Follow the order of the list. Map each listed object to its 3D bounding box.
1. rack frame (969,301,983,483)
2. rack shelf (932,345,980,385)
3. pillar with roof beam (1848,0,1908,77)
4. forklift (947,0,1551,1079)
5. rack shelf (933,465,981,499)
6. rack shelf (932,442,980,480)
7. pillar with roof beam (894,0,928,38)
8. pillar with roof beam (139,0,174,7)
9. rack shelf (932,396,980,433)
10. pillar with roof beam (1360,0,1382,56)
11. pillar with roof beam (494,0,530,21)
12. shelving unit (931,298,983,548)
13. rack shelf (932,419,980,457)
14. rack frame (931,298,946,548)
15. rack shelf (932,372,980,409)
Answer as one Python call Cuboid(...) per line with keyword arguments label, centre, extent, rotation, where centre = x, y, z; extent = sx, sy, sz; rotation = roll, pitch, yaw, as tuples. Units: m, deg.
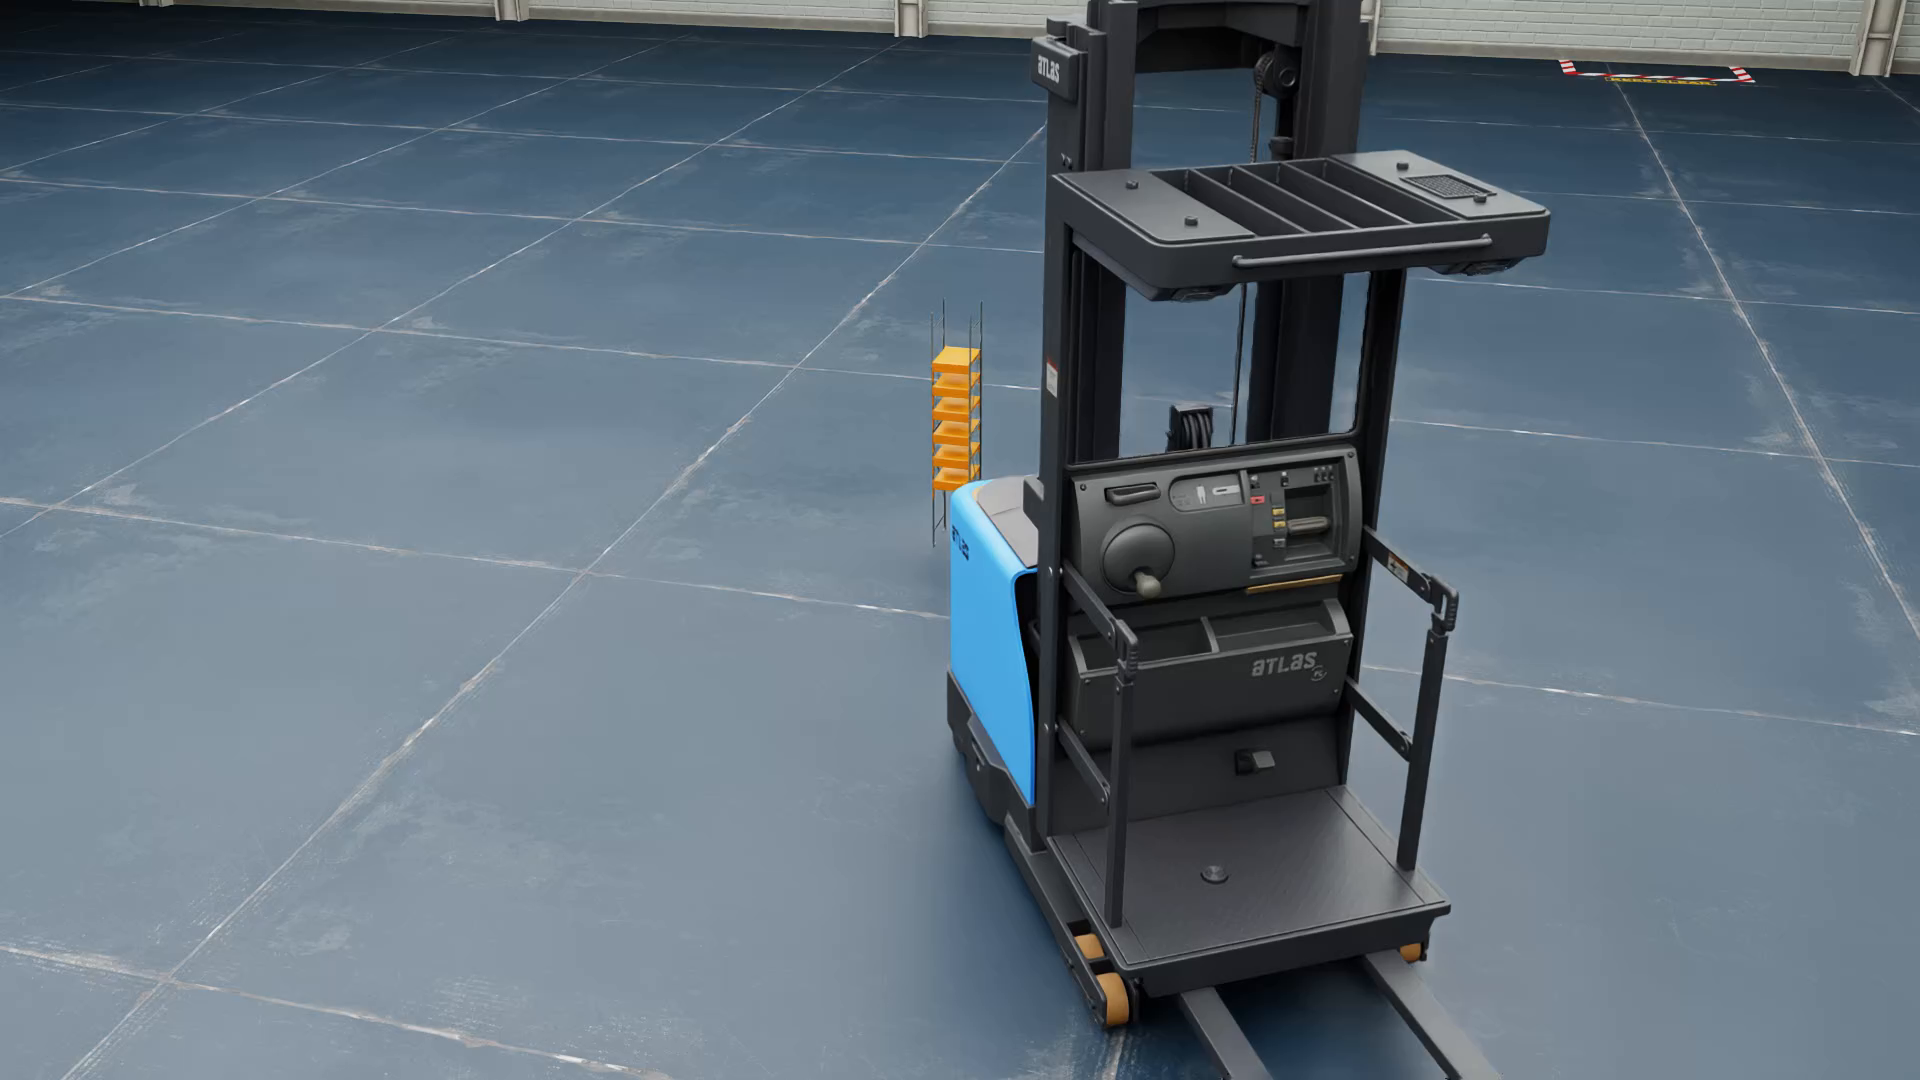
Cuboid(label="rack frame", centre=(0.075, -0.533, 7.975), extent=(0.006, 1.200, 0.240), rotation=(6, 26, 13))
Cuboid(label="rack shelf", centre=(-0.014, -0.828, 7.860), extent=(0.180, 0.103, 0.258), rotation=(6, 26, 13))
Cuboid(label="pillar with roof beam", centre=(9.887, -7.891, 14.357), extent=(0.400, 9.000, 9.100), rotation=(6, 26, 13))
Cuboid(label="forklift", centre=(0.856, -0.018, 4.878), extent=(1.130, 2.935, 3.031), rotation=(-7, 26, -15))
Cuboid(label="rack shelf", centre=(-0.014, -0.286, 8.118), extent=(0.180, 0.103, 0.258), rotation=(6, 26, 13))
Cuboid(label="rack shelf", centre=(-0.014, -0.395, 8.066), extent=(0.180, 0.103, 0.258), rotation=(6, 26, 13))
Cuboid(label="pillar with roof beam", centre=(-1.735, -9.176, 17.055), extent=(0.400, 9.000, 9.100), rotation=(6, 26, 13))
Cuboid(label="pillar with roof beam", centre=(-13.357, -10.461, 19.754), extent=(0.400, 9.000, 9.100), rotation=(6, 26, 13))
Cuboid(label="rack shelf", centre=(-0.014, -0.612, 7.963), extent=(0.180, 0.103, 0.258), rotation=(6, 26, 13))
Cuboid(label="pillar with roof beam", centre=(4.076, -8.534, 15.706), extent=(0.400, 9.000, 9.100), rotation=(6, 26, 13))
Cuboid(label="pillar with roof beam", centre=(-7.546, -9.818, 18.404), extent=(0.400, 9.000, 9.100), rotation=(6, 26, 13))
Cuboid(label="shelving unit", centre=(-0.014, -0.543, 7.995), extent=(0.189, 1.200, 0.258), rotation=(6, 26, 13))
Cuboid(label="rack shelf", centre=(-0.014, -0.503, 8.014), extent=(0.180, 0.103, 0.258), rotation=(6, 26, 13))
Cuboid(label="rack frame", centre=(-0.103, -0.553, 8.016), extent=(0.006, 1.200, 0.240), rotation=(6, 26, 13))
Cuboid(label="rack shelf", centre=(-0.014, -0.720, 7.911), extent=(0.180, 0.103, 0.258), rotation=(6, 26, 13))
